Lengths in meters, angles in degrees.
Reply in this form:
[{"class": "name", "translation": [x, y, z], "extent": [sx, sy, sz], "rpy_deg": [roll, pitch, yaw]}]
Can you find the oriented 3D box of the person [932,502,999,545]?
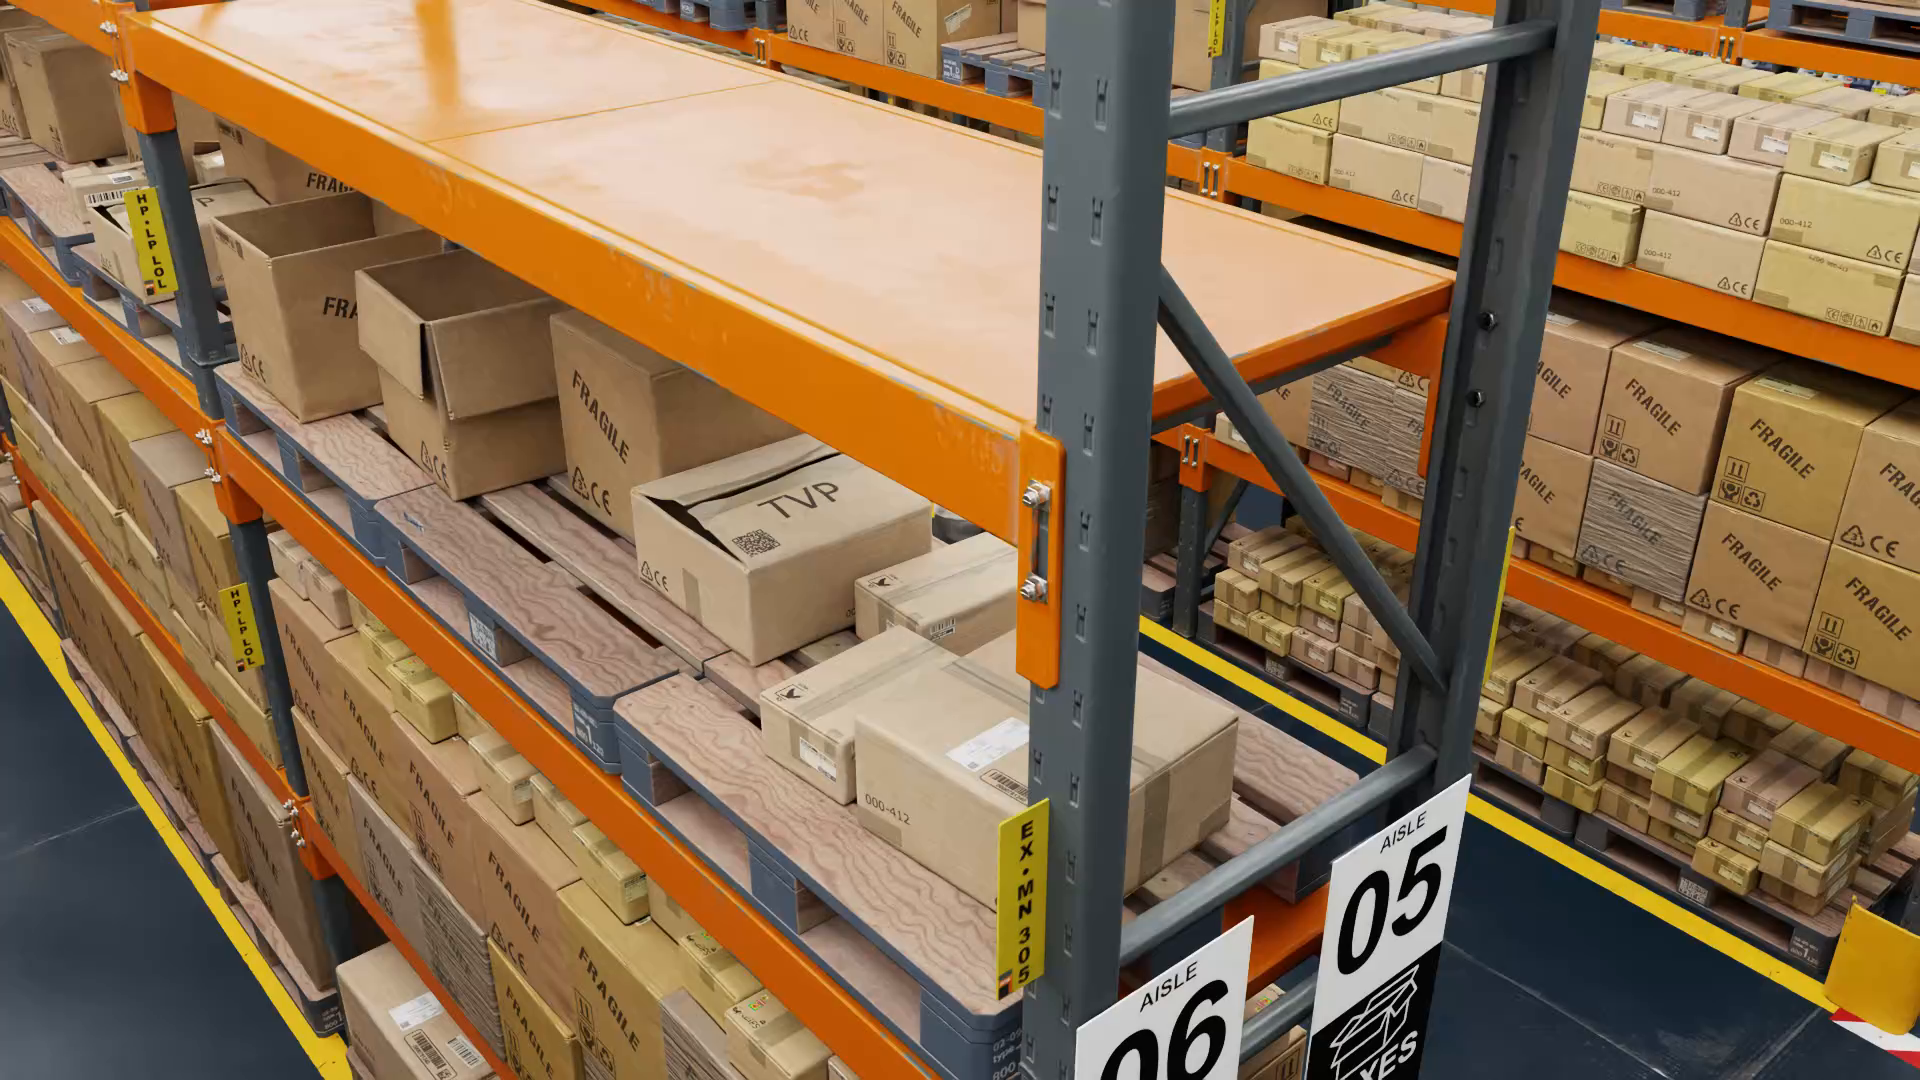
[{"class": "person", "translation": [-0.021, -0.206, 9.162], "extent": [0.491, 1.770, 0.547], "rpy_deg": [-22, 35, -35]}]
